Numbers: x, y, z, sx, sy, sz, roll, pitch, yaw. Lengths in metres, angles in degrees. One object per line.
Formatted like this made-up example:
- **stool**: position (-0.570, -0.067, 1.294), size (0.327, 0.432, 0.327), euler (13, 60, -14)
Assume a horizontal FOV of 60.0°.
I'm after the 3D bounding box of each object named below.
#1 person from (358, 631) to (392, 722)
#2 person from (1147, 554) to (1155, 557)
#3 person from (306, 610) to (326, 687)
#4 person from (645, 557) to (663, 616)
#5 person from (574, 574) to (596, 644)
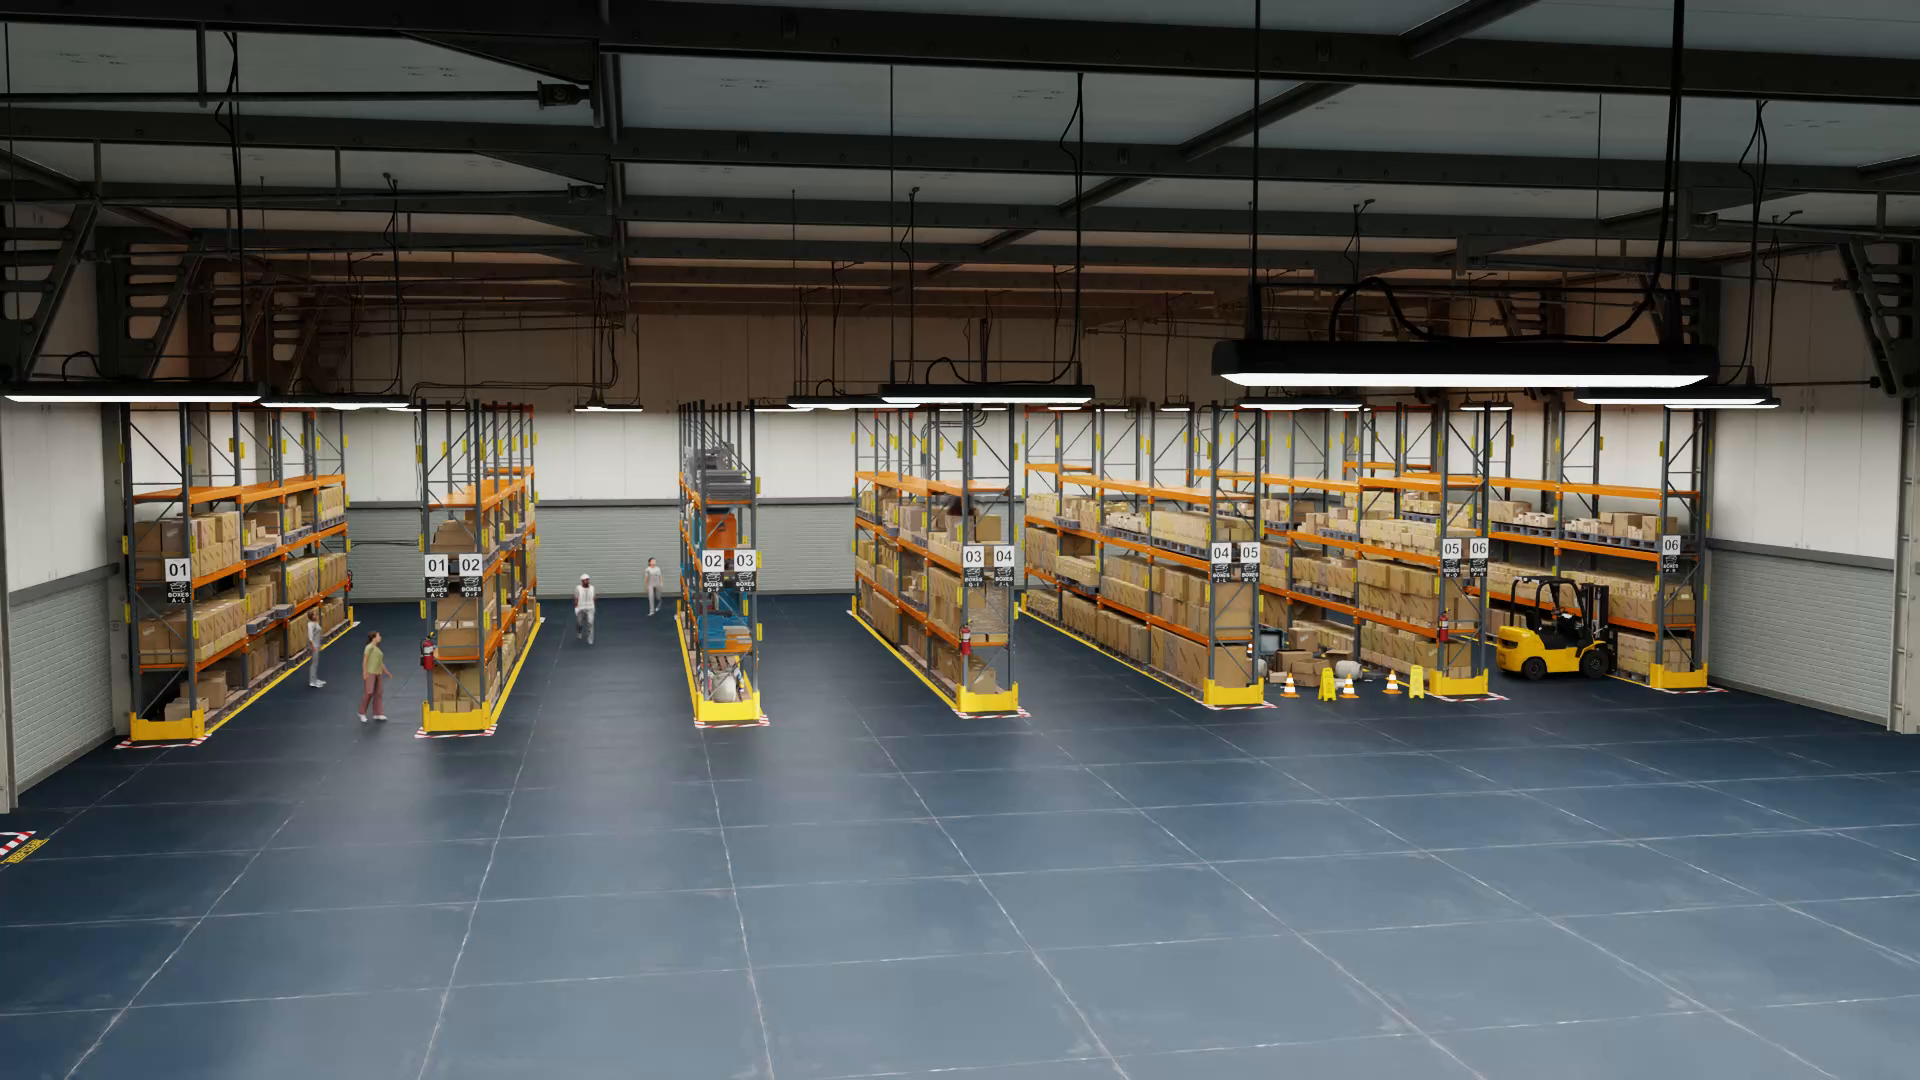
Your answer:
- **person**: position (-10.991, 2.546, 31.138), size (0.436, 1.676, 0.621), euler (2, 5, 21)
- **person**: position (5.472, 1.259, 47.459), size (0.405, 1.772, 0.593), euler (-2, 5, -27)
- **person**: position (-13.607, 2.284, 35.135), size (0.348, 1.625, 0.493), euler (-1, 5, -18)
- **person**: position (-8.757, 1.311, 47.566), size (0.506, 1.634, 0.946), euler (-1, 4, -14)
- **person**: position (-9.361, 1.715, 41.539), size (0.534, 1.737, 0.923), euler (-1, 4, -14)
